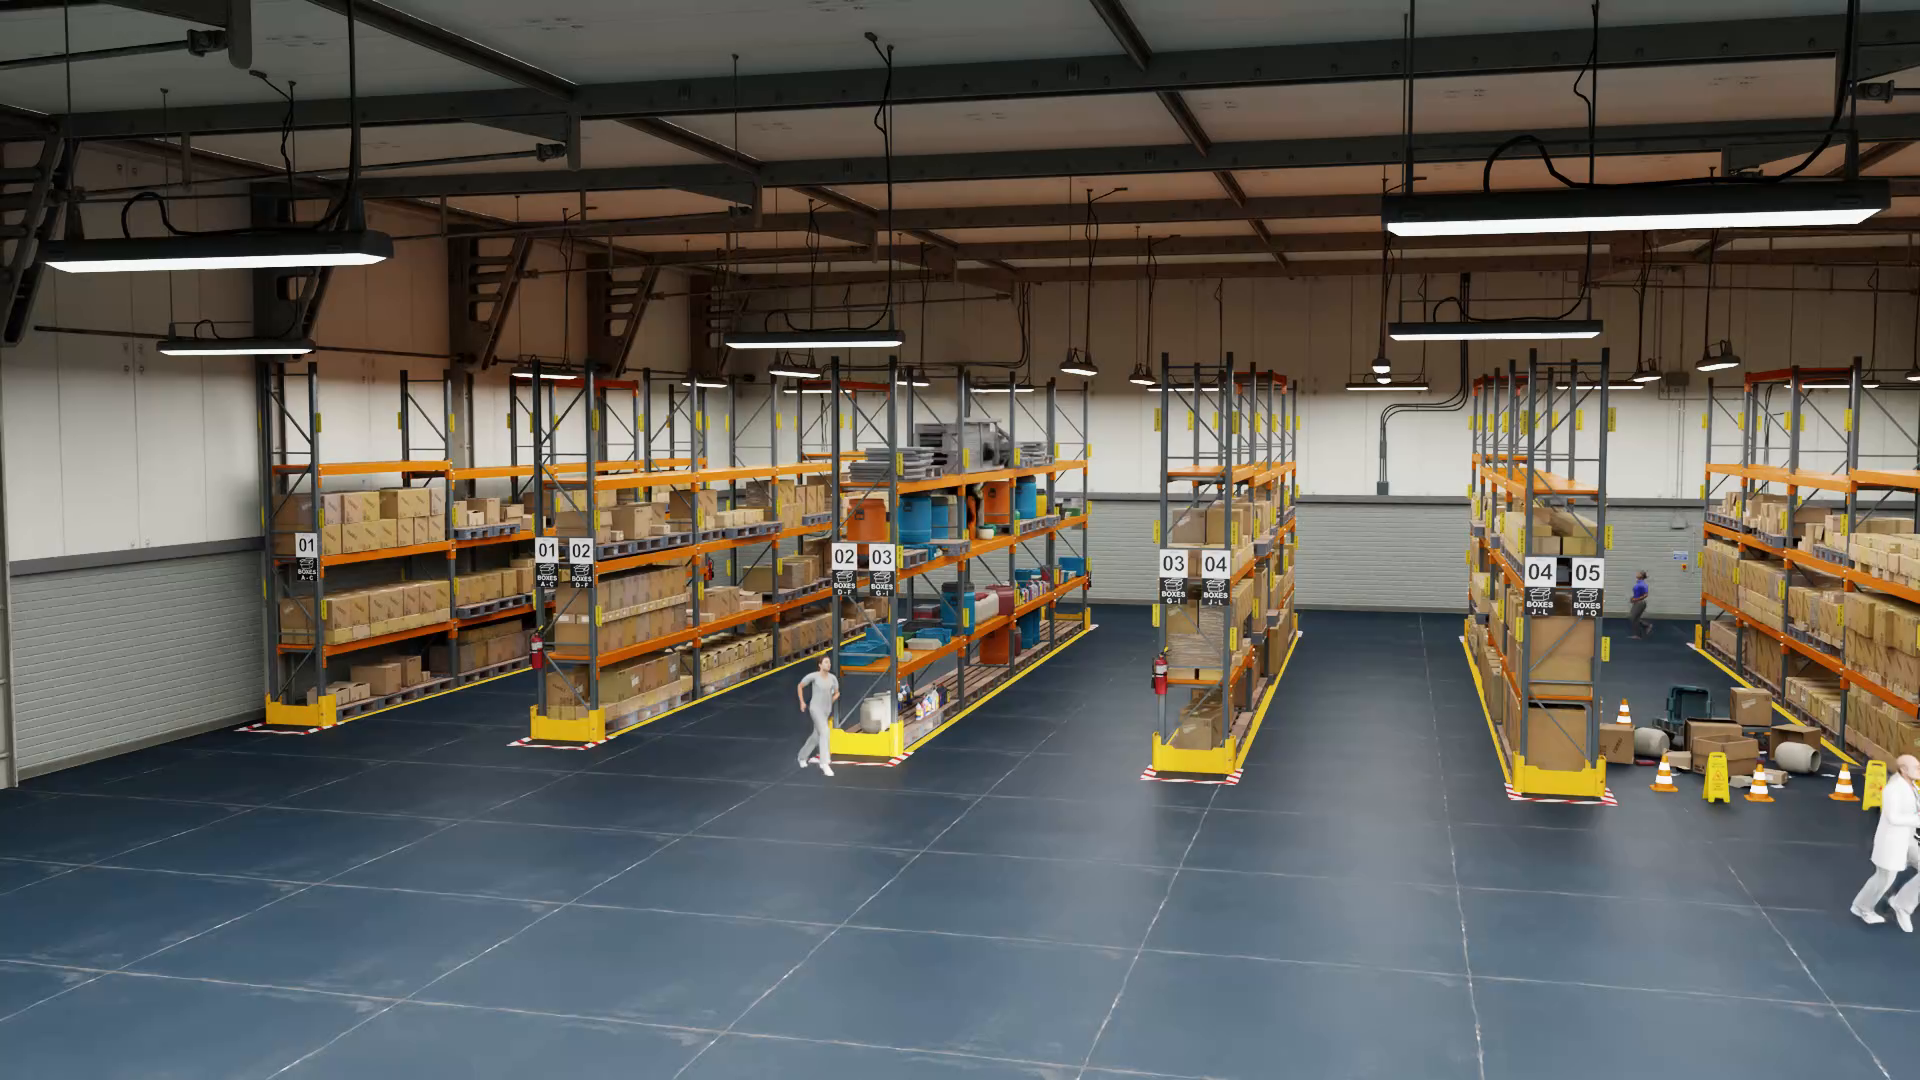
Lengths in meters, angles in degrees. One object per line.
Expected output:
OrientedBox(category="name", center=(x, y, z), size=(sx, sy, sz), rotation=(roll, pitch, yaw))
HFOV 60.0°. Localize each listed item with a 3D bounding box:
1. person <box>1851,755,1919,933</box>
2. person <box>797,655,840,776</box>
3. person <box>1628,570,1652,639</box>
OrientedBox(category="person", center=(9.216, 2.968, 16.330), size=(0.753, 1.765, 0.882), rotation=(-3, 5, -36))
OrientedBox(category="person", center=(-1.968, 2.483, 23.885), size=(0.570, 1.665, 0.850), rotation=(-4, 5, -42))
OrientedBox(category="person", center=(15.731, 1.496, 38.425), size=(0.584, 1.602, 0.574), rotation=(1, 4, 10))
